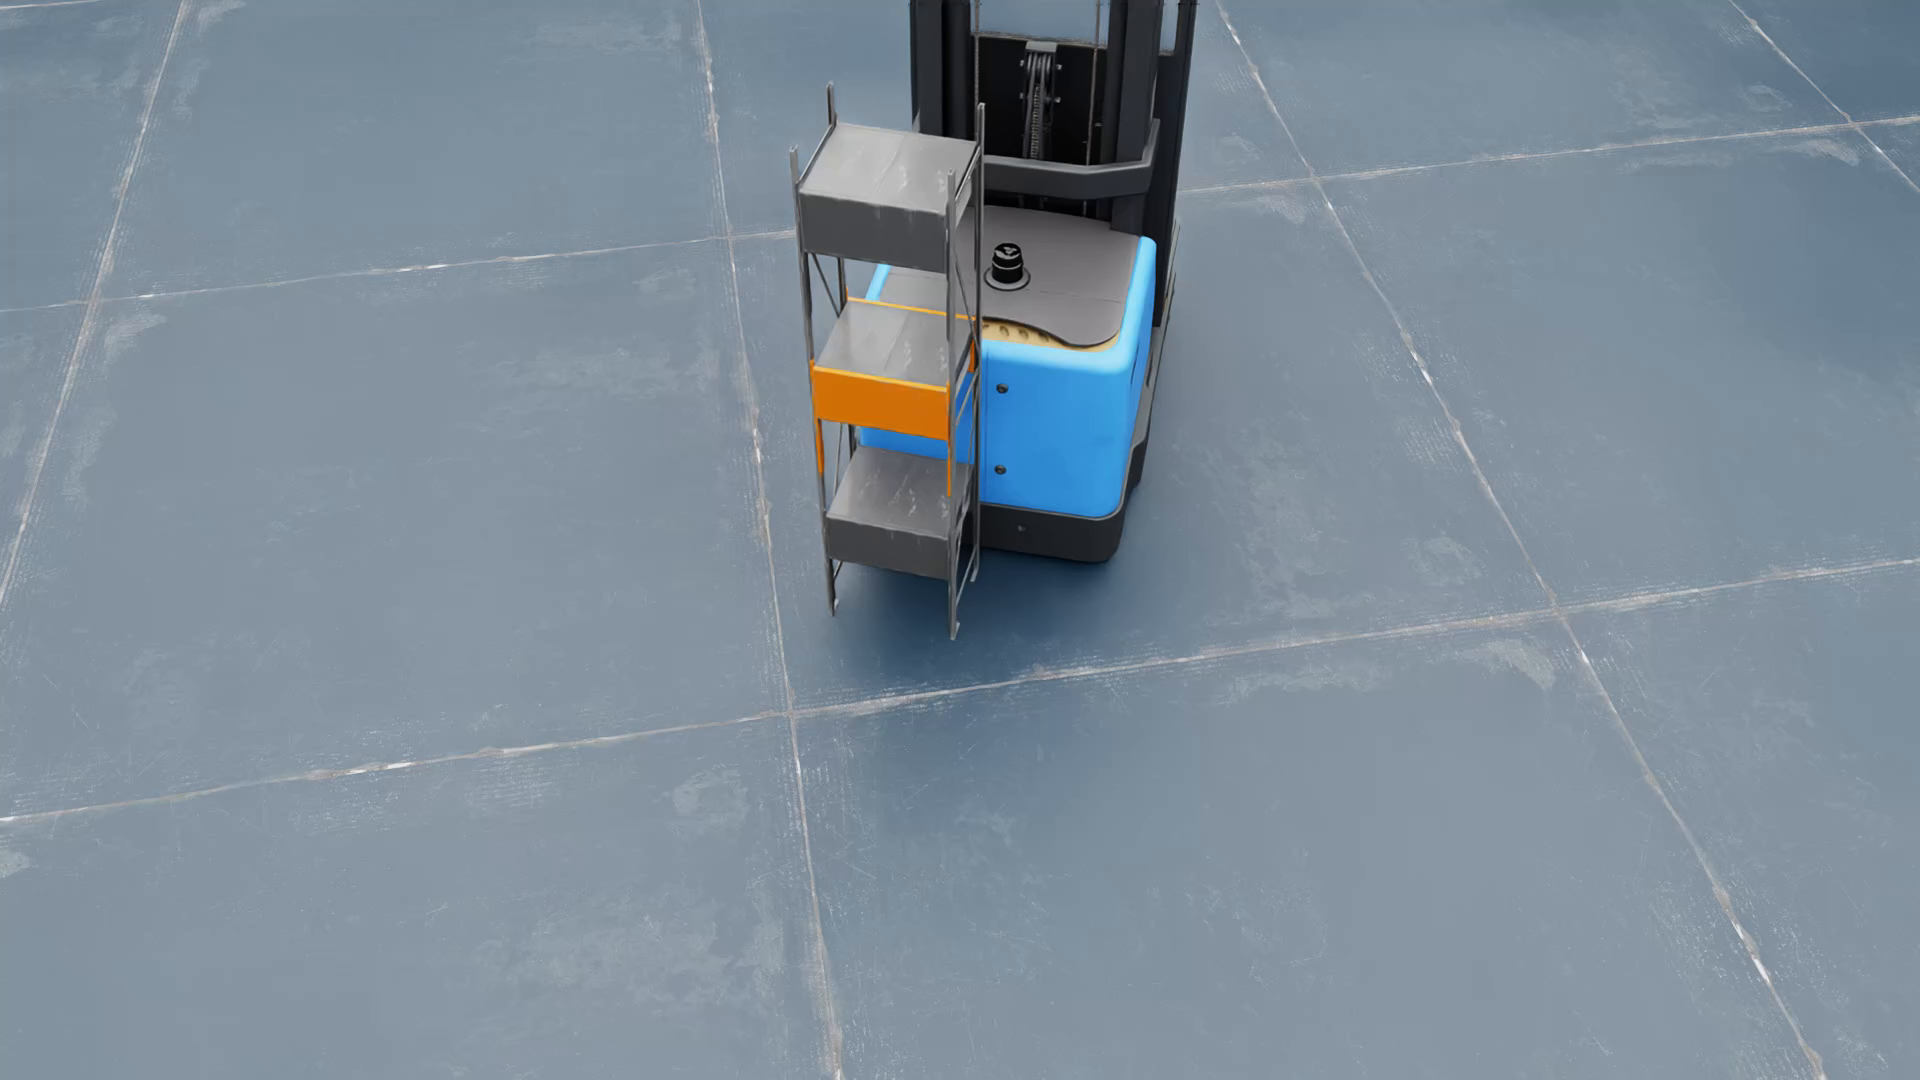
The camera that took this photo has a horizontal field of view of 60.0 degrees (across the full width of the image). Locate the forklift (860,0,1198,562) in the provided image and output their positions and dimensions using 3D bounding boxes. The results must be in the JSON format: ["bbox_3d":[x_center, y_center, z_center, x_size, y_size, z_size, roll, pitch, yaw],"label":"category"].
[{"bbox_3d":[0.397,-2.008,6.650,1.130,2.935,3.031,8,47,8],"label":"forklift"}]

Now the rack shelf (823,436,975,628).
[{"bbox_3d":[-0.216,-0.029,6.311,0.480,0.518,0.431,10,47,10],"label":"rack shelf"}]

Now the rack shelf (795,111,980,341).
[{"bbox_3d":[-0.216,-1.001,5.303,0.480,0.518,0.431,10,47,10],"label":"rack shelf"}]

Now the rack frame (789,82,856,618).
[{"bbox_3d":[-0.453,-0.568,5.839,0.015,2.100,0.400,10,47,10],"label":"rack frame"}]

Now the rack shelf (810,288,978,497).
[{"bbox_3d":[-0.216,-0.515,5.807,0.480,0.518,0.431,10,47,10],"label":"rack shelf"}]

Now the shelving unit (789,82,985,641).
[{"bbox_3d":[-0.216,-0.524,5.797,0.503,2.100,0.431,10,47,10],"label":"shelving unit"}]

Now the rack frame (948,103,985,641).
[{"bbox_3d":[0.020,-0.481,5.755,0.015,2.100,0.400,10,47,10],"label":"rack frame"}]
